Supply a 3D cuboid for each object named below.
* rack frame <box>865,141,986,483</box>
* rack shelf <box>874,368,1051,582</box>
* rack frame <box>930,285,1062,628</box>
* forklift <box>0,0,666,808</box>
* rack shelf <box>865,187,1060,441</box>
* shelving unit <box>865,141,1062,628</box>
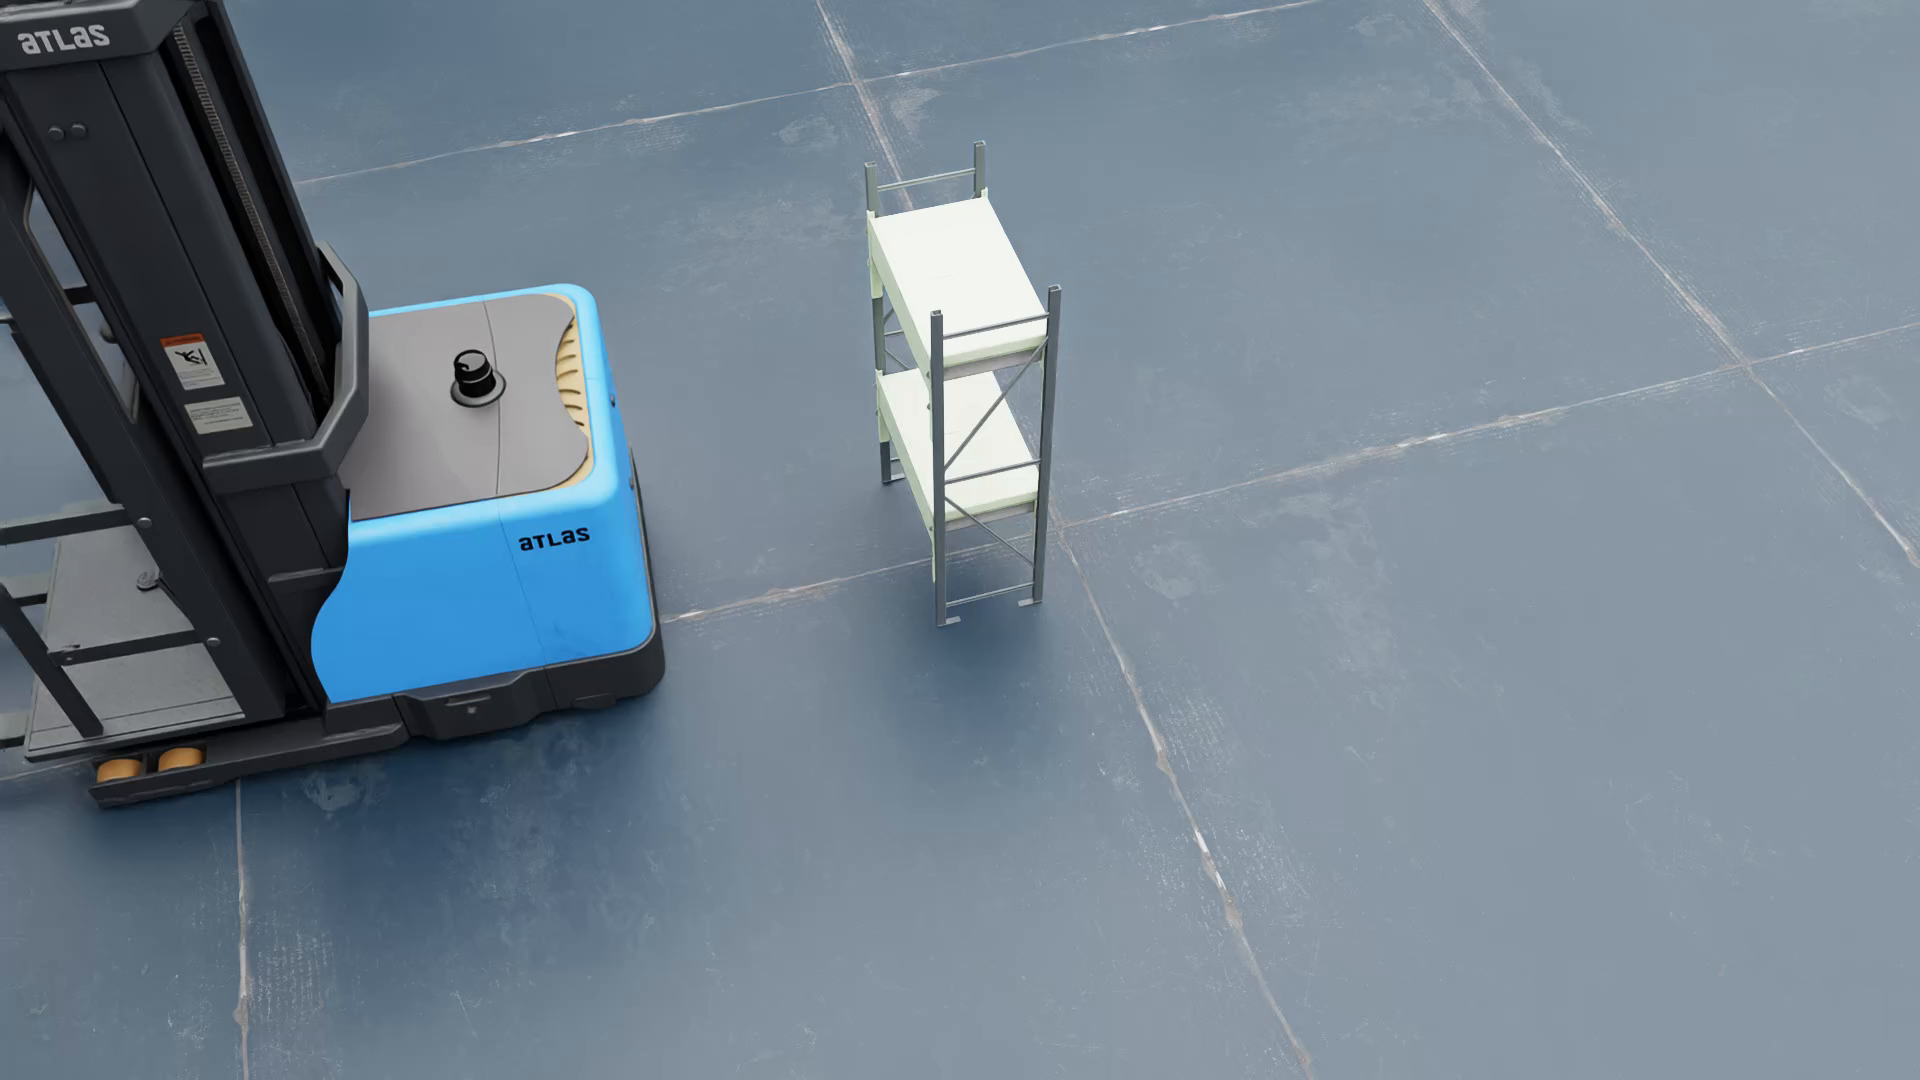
[{"bbox_3d":[-0.110,-0.756,5.906,0.400,1.500,0.023,-13,51,-11],"label":"rack frame"},{"bbox_3d":[-0.002,-0.278,5.930,0.431,0.370,0.720,-13,51,-11],"label":"rack shelf"},{"bbox_3d":[0.106,-0.221,5.455,0.400,1.500,0.023,-13,51,-11],"label":"rack frame"},{"bbox_3d":[-2.596,-0.517,4.769,3.031,2.935,1.130,-10,51,-8],"label":"forklift"},{"bbox_3d":[-0.002,-0.740,5.382,0.431,0.370,0.720,-13,51,-11],"label":"rack shelf"},{"bbox_3d":[-0.002,-0.488,5.681,0.431,1.500,0.755,-13,51,-11],"label":"shelving unit"}]
